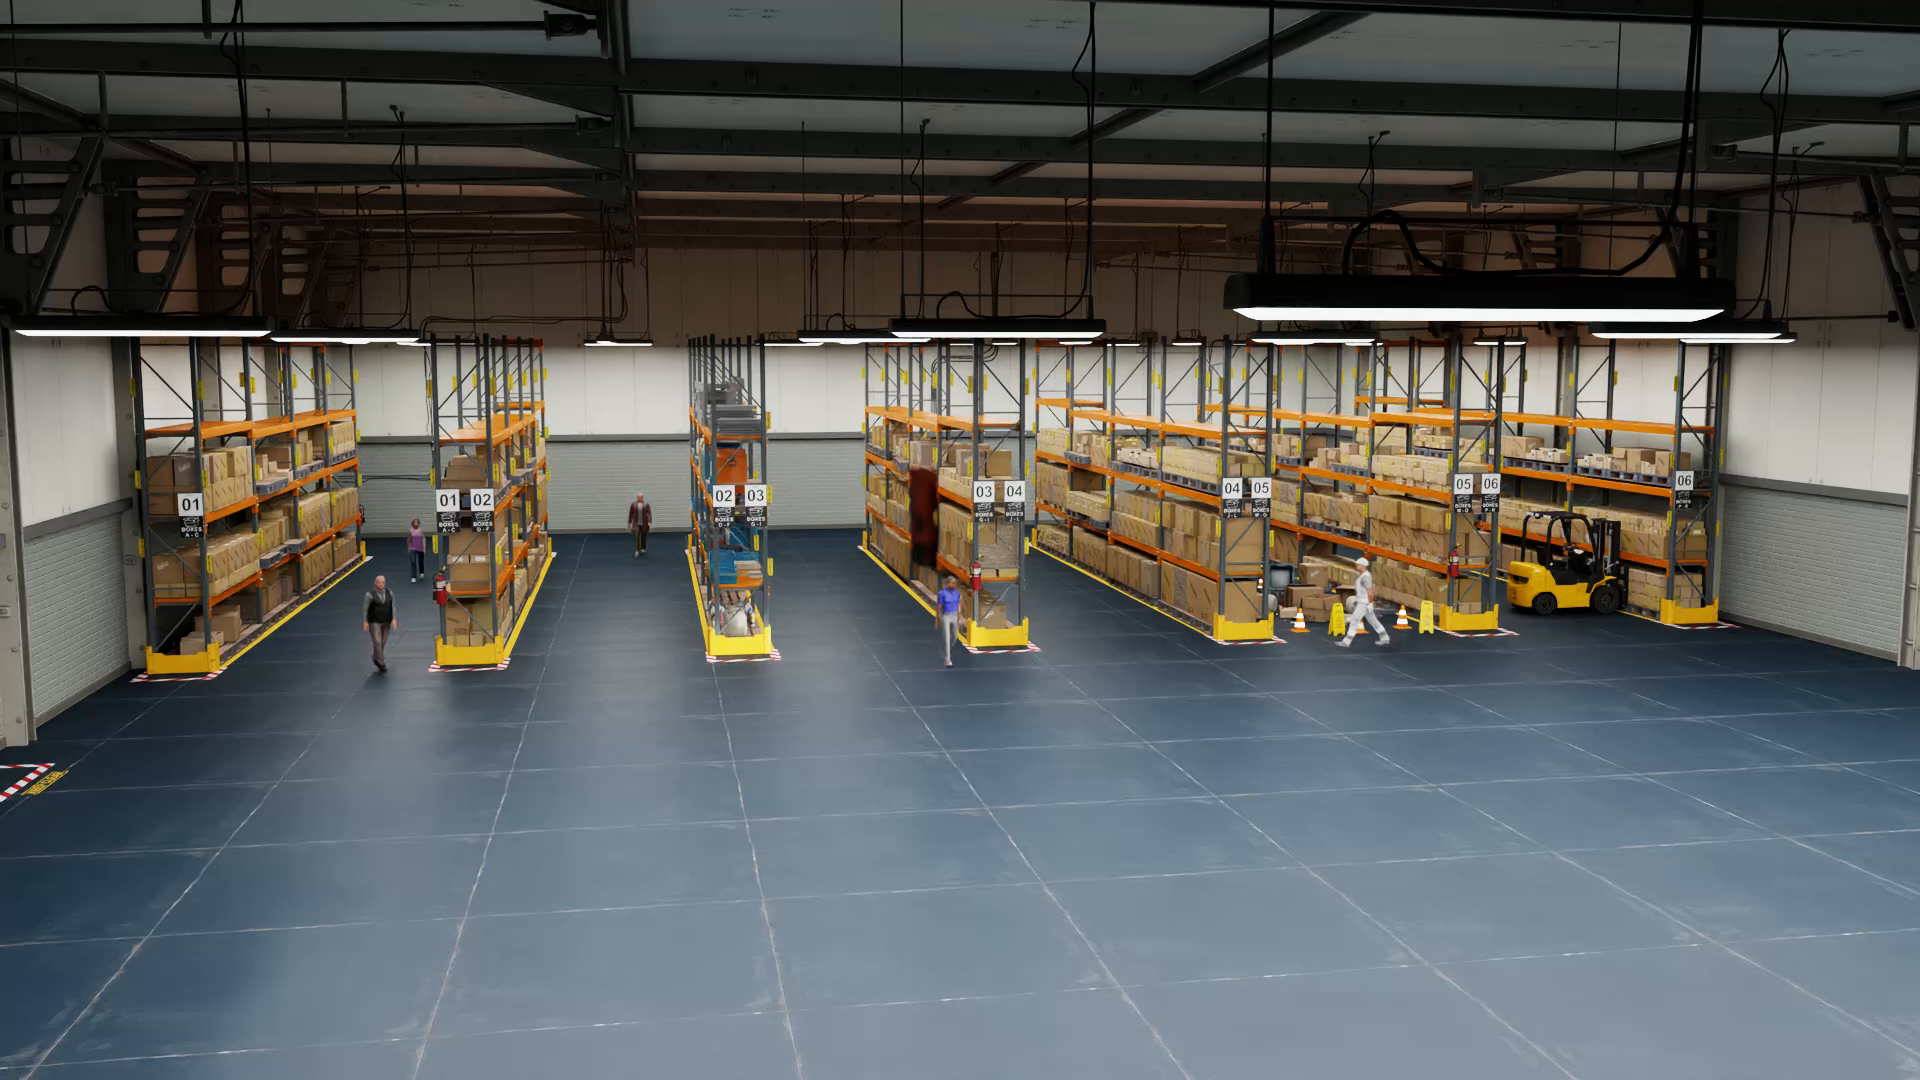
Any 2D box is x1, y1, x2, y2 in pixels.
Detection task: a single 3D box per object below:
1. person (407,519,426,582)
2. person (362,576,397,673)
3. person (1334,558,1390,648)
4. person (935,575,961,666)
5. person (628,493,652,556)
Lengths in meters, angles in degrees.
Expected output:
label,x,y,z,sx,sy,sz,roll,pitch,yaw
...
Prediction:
label,x,y,z,sx,sy,sz,roll,pitch,yaw
person,-13.415,0.235,41.037,0.451,1.540,0.972,-1,7,-13
person,-10.323,1.470,29.674,0.987,1.666,0.558,6,9,42
person,7.733,1.204,31.905,1.092,1.737,0.543,0,7,3
person,-0.231,1.443,30.365,0.470,1.628,0.815,-4,8,-32
person,-8.896,-0.453,46.197,0.682,1.719,1.103,-1,7,-9
